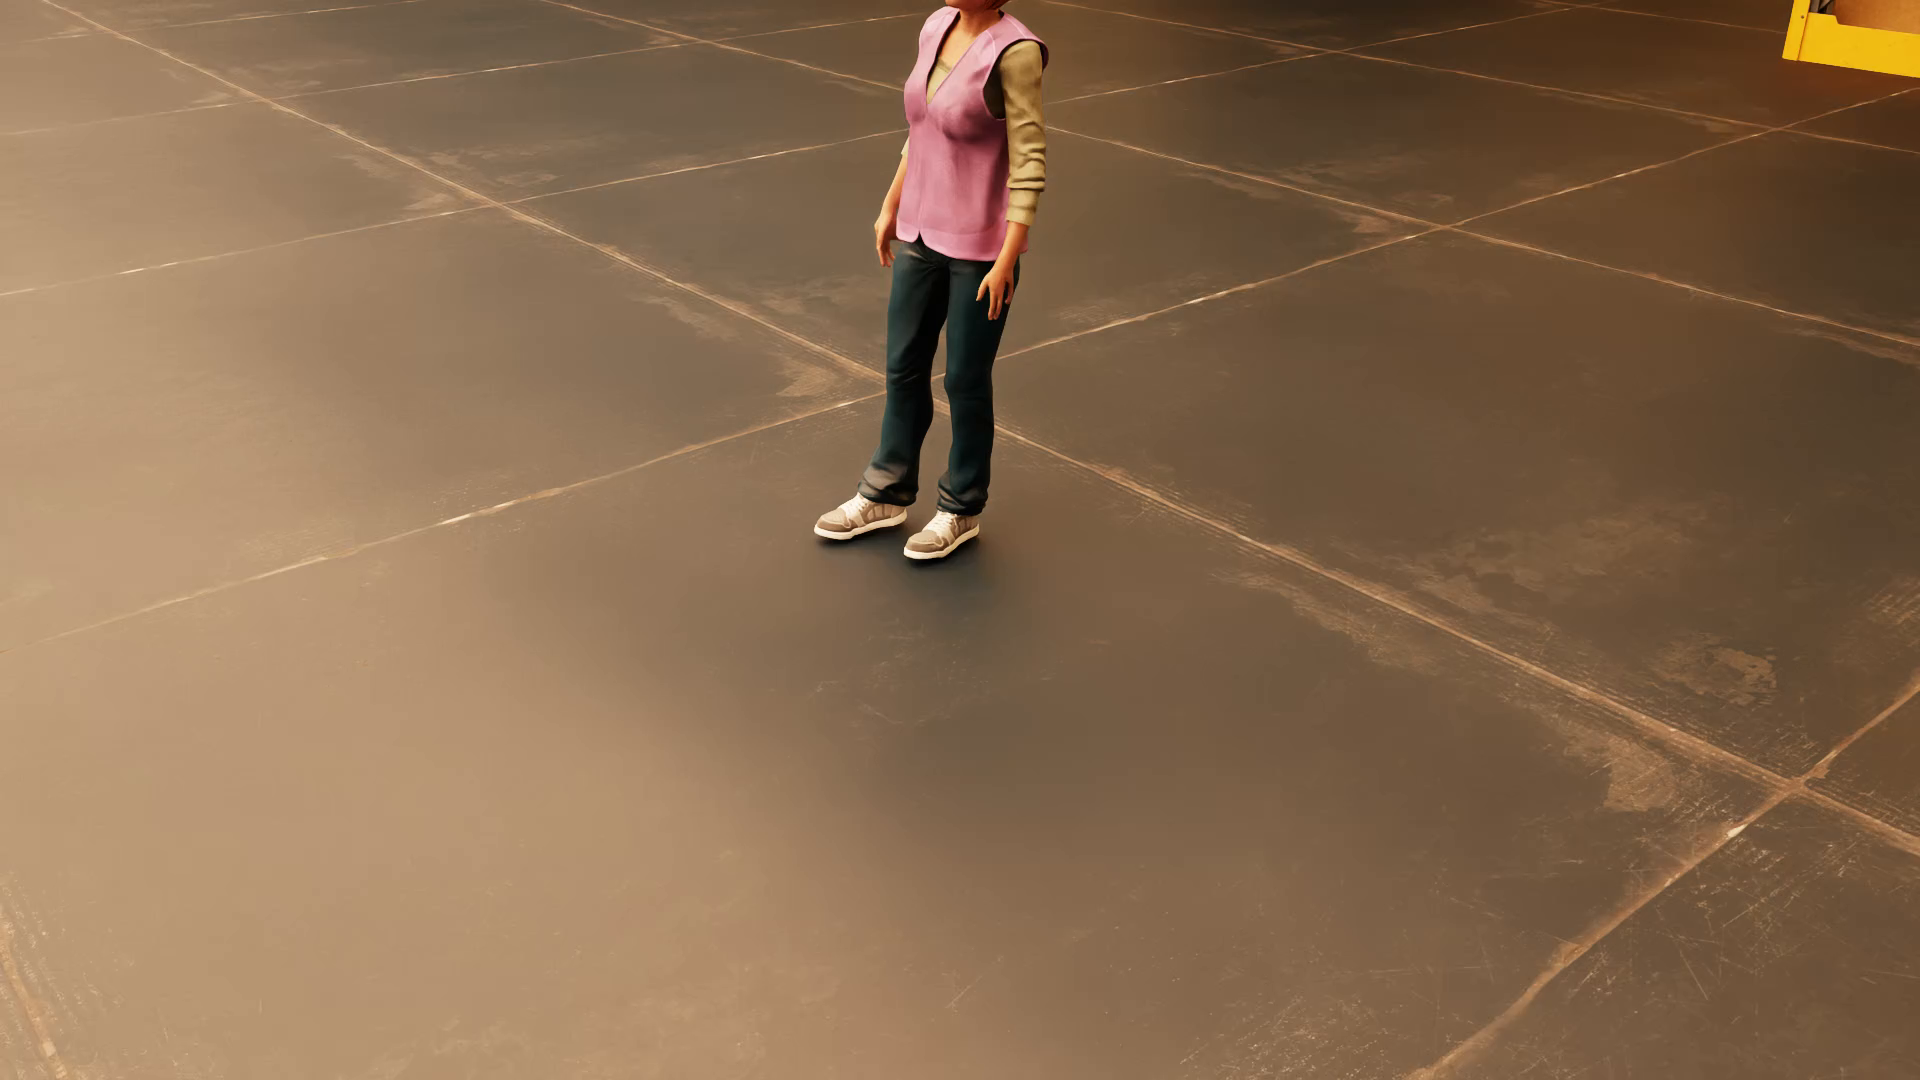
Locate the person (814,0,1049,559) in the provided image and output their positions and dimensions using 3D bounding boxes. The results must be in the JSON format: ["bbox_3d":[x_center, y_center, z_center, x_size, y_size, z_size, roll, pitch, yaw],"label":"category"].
[{"bbox_3d":[-0.066,-0.706,4.111,0.476,1.597,0.520,-20,33,-35],"label":"person"}]
